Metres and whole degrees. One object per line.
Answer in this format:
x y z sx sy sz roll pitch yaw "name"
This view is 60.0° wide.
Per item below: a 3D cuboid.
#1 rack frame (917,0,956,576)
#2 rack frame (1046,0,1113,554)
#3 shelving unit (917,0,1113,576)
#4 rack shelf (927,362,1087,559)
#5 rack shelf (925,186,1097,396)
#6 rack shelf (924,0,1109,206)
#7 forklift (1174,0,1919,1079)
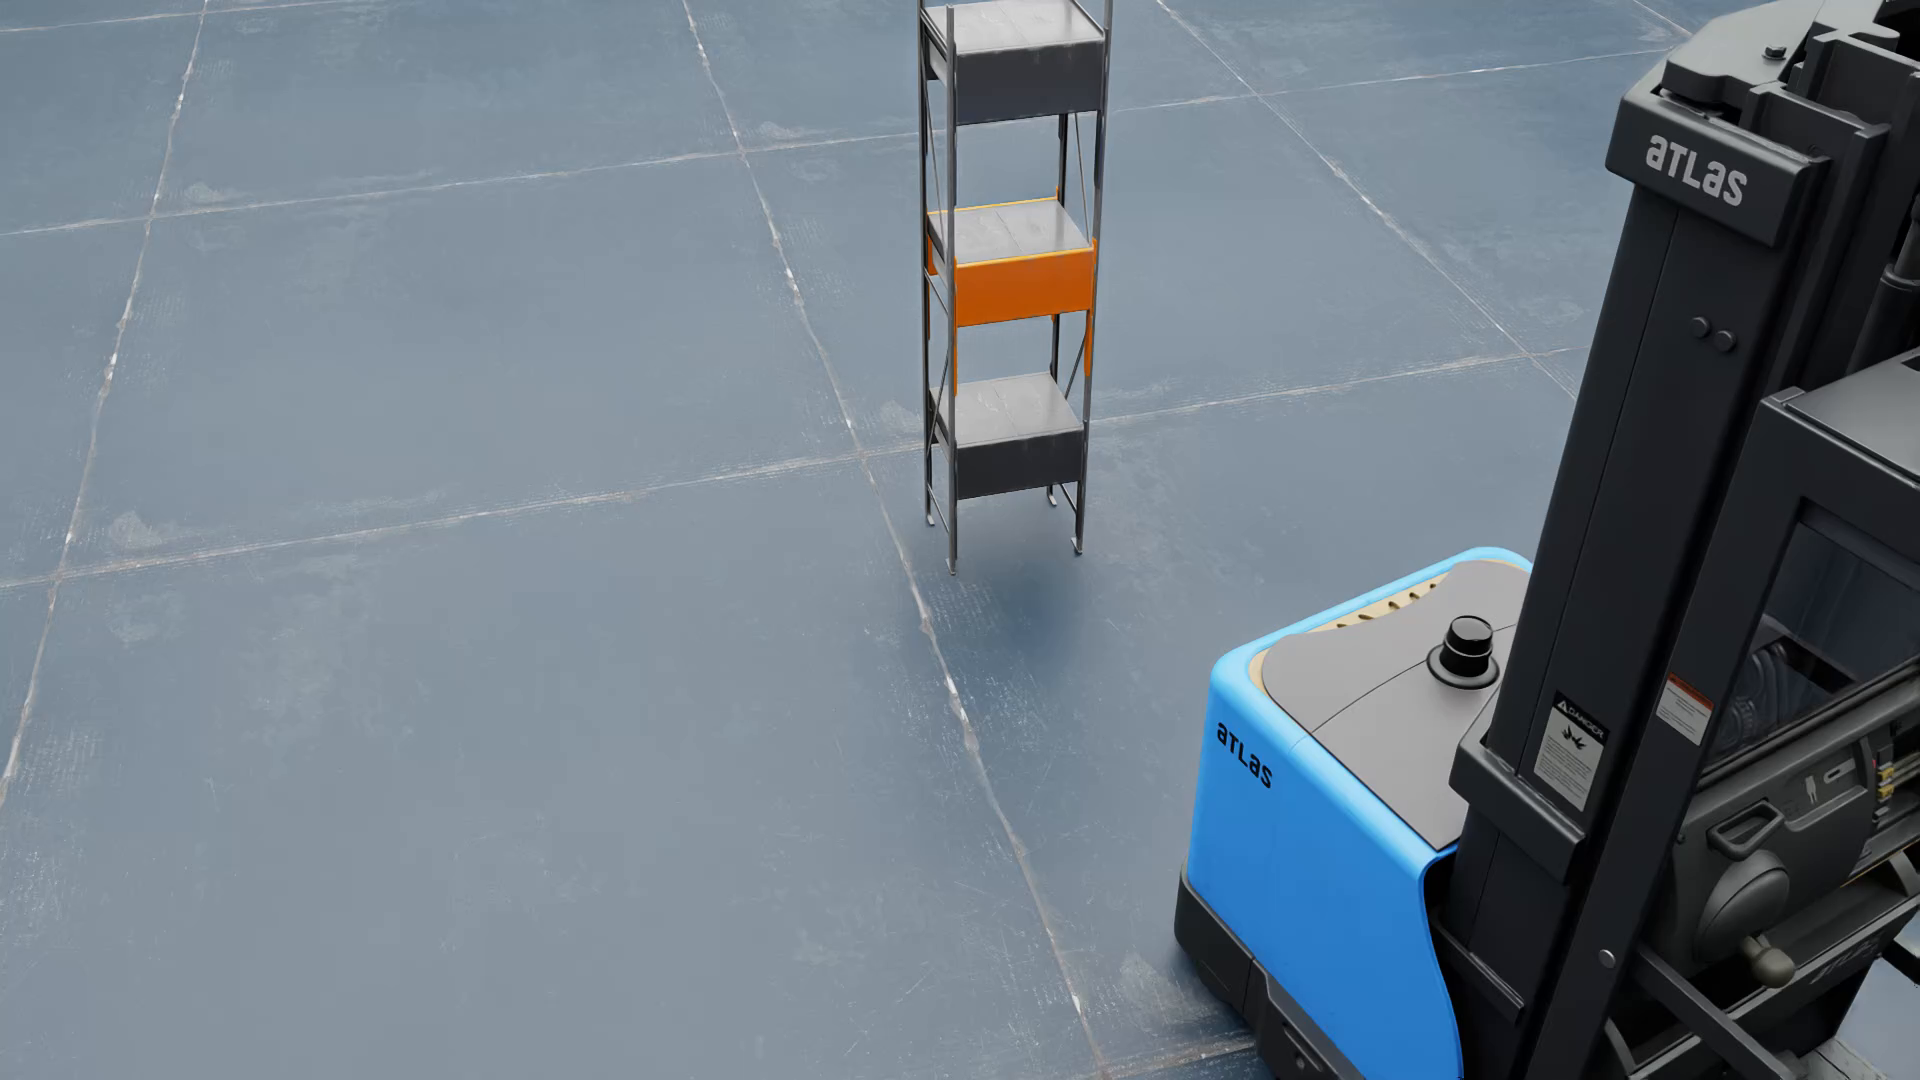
-0.076 -0.822 5.596 0.015 2.100 0.400 -9 38 -12 "rack frame"
0.395 -0.899 5.697 0.015 2.100 0.400 -9 38 -12 "rack frame"
0.160 -0.860 5.646 0.503 2.100 0.431 -9 38 -12 "shelving unit"
0.160 -0.293 6.080 0.480 0.518 0.431 -9 38 -12 "rack shelf"
0.160 -0.849 5.655 0.480 0.518 0.431 -9 38 -12 "rack shelf"
0.160 -1.405 5.229 0.480 0.518 0.431 -9 38 -12 "rack shelf"
1.786 0.603 3.049 1.130 2.935 3.031 -20 42 -24 "forklift"
